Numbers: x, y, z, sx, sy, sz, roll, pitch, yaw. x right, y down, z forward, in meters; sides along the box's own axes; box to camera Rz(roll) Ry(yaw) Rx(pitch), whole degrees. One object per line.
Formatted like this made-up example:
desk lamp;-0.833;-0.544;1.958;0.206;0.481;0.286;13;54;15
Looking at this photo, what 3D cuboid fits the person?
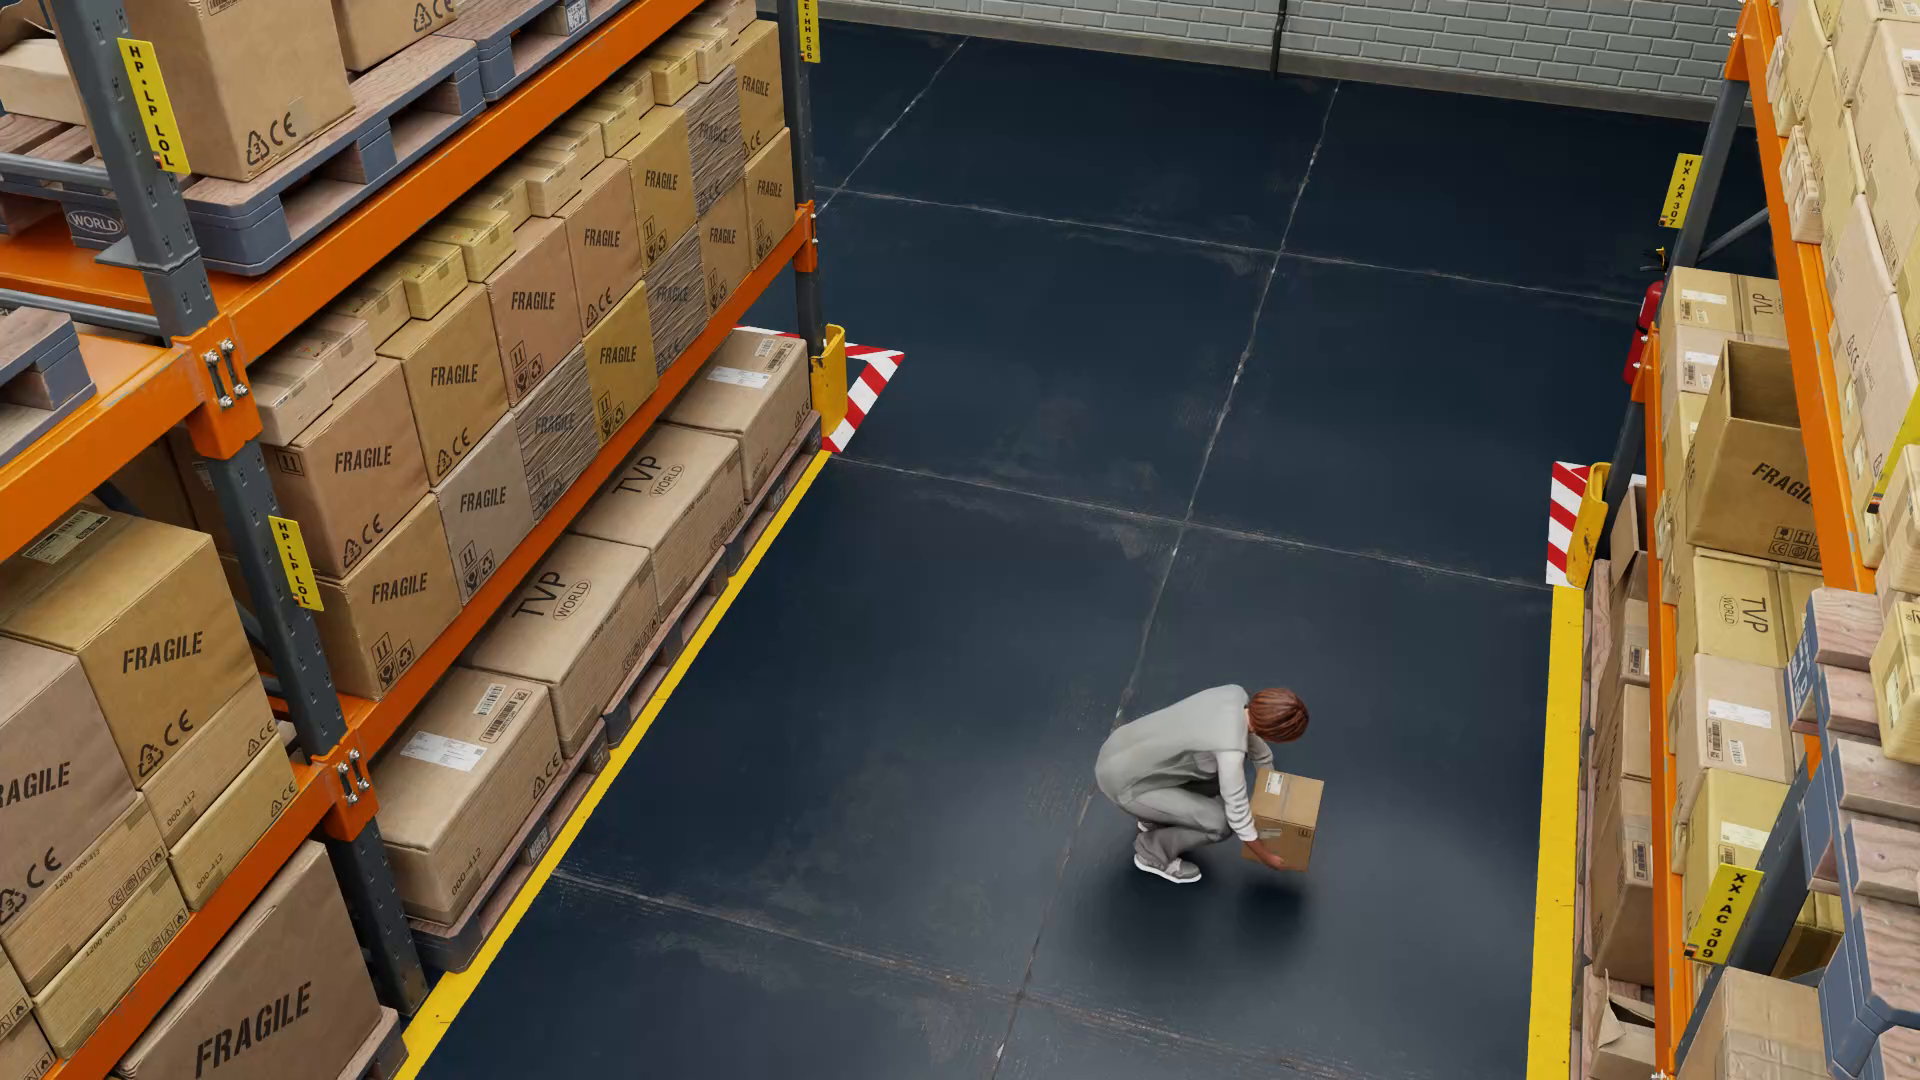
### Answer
person;0.916;0.907;6.336;0.792;0.848;0.458;11;39;14
